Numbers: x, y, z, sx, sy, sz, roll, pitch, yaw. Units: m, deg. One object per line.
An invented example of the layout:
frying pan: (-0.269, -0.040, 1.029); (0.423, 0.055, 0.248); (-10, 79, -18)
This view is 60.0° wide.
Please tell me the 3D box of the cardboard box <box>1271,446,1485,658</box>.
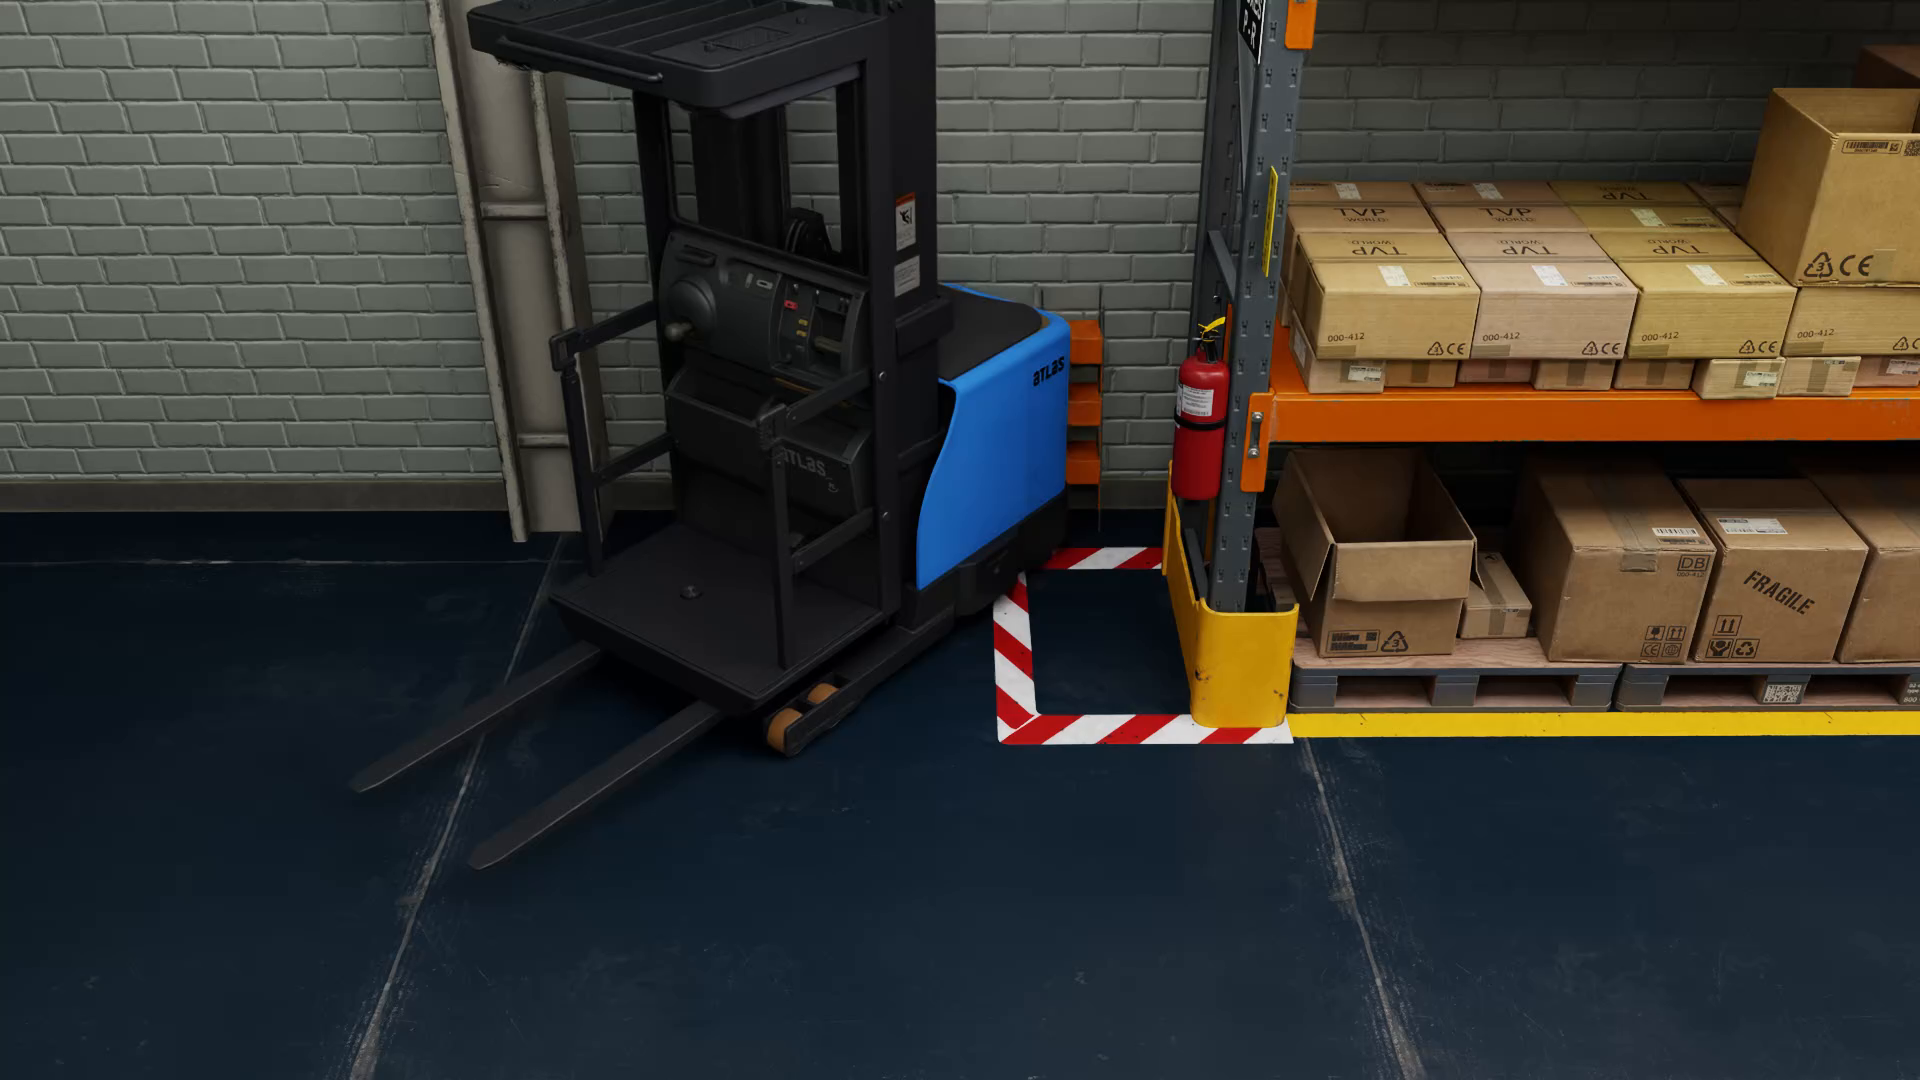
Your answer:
cardboard box: (1.566, 0.040, 6.294); (0.637, 0.503, 0.797); (-1, 31, -2)

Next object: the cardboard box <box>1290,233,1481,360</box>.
cardboard box: (1.409, -0.820, 5.567); (0.500, 0.250, 0.500); (0, 31, 0)

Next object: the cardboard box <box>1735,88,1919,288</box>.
cardboard box: (2.909, -1.145, 5.381); (0.500, 0.500, 0.500); (1, 31, 1)

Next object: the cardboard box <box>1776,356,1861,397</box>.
cardboard box: (2.835, -0.636, 5.649); (0.250, 0.149, 0.380); (1, 31, 1)

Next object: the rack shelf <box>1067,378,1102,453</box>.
rack shelf: (0.476, -0.531, 7.115); (0.240, 0.259, 0.215); (-1, 29, 0)

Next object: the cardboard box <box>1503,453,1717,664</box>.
cardboard box: (2.421, 0.059, 6.266); (0.500, 0.500, 0.700); (1, 31, 2)

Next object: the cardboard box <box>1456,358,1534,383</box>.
cardboard box: (1.800, -0.690, 5.738); (0.250, 0.149, 0.380); (-1, 31, -1)

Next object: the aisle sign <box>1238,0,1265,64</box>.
aisle sign: (0.887, -1.854, 4.908); (0.004, 0.787, 0.394); (0, 31, 0)

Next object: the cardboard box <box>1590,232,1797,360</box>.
cardboard box: (2.420, -0.825, 5.575); (0.500, 0.250, 0.500); (-1, 31, -1)

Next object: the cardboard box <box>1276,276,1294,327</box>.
cardboard box: (1.283, -0.928, 6.130); (0.250, 0.149, 0.380); (-1, 31, -1)

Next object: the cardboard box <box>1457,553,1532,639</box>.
cardboard box: (1.991, 0.210, 6.355); (0.250, 0.149, 0.380); (-1, 31, -2)

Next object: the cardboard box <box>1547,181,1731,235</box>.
cardboard box: (2.423, -1.097, 6.024); (0.500, 0.250, 0.500); (1, 31, 1)

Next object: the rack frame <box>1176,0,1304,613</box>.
rack frame: (0.953, -0.895, 5.833); (0.127, 3.000, 1.000); (0, 31, 0)

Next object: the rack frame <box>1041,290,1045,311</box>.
rack frame: (0.354, -0.537, 7.111); (0.008, 1.050, 0.200); (-1, 29, 0)

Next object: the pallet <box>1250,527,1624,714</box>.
pallet: (1.827, 0.294, 6.562); (1.213, 0.211, 1.003); (0, 31, 0)

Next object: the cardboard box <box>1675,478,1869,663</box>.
cardboard box: (2.950, 0.109, 6.183); (0.500, 0.500, 0.500); (0, 31, 1)

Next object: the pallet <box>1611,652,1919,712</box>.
pallet: (3.044, 0.292, 6.566); (1.213, 0.211, 1.003); (0, 31, 0)

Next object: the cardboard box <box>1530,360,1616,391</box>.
cardboard box: (2.054, -0.659, 5.686); (0.250, 0.149, 0.380); (1, 31, 1)

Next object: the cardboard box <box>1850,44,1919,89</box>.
cardboard box: (3.463, -1.424, 5.841); (0.500, 0.500, 0.500); (-1, 31, -2)

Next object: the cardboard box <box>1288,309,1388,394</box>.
cardboard box: (1.284, -0.646, 5.666); (0.250, 0.149, 0.380); (0, 31, -1)

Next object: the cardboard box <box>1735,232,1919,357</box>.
cardboard box: (2.931, -0.837, 5.596); (0.500, 0.250, 0.500); (-1, 31, -2)

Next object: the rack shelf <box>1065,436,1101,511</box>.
rack shelf: (0.483, -0.289, 7.251); (0.240, 0.259, 0.215); (-1, 29, 0)

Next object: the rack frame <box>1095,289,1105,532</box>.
rack frame: (0.598, -0.543, 7.109); (0.008, 1.050, 0.200); (-1, 29, 0)

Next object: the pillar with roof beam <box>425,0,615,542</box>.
pillar with roof beam: (-1.722, -1.686, 1.353); (0.400, 9.000, 9.100); (0, 31, 0)

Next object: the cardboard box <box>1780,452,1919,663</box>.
cardboard box: (3.459, 0.056, 6.271); (0.500, 0.500, 0.700); (-1, 31, -2)

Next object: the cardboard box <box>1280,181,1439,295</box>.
cardboard box: (1.412, -1.097, 6.024); (0.500, 0.250, 0.500); (1, 31, 1)

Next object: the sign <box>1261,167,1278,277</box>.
sign: (0.957, -0.984, 5.145); (0.005, 0.325, 0.100); (0, 31, 0)

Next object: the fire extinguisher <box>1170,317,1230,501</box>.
fire extinguisher: (0.809, -0.462, 5.554); (0.183, 0.674, 0.296); (0, 31, 0)

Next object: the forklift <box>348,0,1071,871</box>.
forklift: (-0.835, -0.769, 5.692); (1.130, 2.935, 3.031); (22, 37, 31)

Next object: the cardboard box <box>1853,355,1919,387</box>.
cardboard box: (3.093, -0.672, 5.709); (0.250, 0.149, 0.380); (0, 31, 0)

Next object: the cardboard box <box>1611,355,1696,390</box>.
cardboard box: (2.319, -0.663, 5.693); (0.250, 0.149, 0.380); (0, 31, 0)

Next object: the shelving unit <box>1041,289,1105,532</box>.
shelving unit: (0.476, -0.540, 7.110); (0.252, 1.050, 0.215); (-1, 29, 0)

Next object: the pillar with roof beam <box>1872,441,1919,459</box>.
pillar with roof beam: (4.278, -1.705, 1.384); (0.400, 9.000, 9.100); (0, 31, 0)

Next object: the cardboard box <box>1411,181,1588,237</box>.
cardboard box: (1.927, -1.098, 6.026); (0.500, 0.250, 0.500); (0, 31, 0)

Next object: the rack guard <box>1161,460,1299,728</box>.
rack guard: (1.029, 0.173, 6.482); (0.348, 0.500, 1.175); (0, 31, 0)

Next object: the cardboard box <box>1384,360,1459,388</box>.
cardboard box: (1.538, -0.671, 5.706); (0.250, 0.149, 0.380); (1, 31, 1)

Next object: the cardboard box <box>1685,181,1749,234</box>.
cardboard box: (2.945, -1.099, 6.027); (0.500, 0.250, 0.500); (0, 31, 0)

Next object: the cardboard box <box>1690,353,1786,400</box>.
cardboard box: (2.572, -0.625, 5.630); (0.250, 0.149, 0.380); (-1, 31, -2)

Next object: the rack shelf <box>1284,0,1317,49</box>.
rack shelf: (2.953, -1.876, 5.252); (4.000, 0.370, 1.077); (0, 31, 0)

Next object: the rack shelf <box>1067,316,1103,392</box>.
rack shelf: (0.470, -0.778, 6.976); (0.240, 0.259, 0.215); (-1, 29, 0)

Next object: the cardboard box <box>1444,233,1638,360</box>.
cardboard box: (1.913, -0.821, 5.570); (0.500, 0.250, 0.500); (0, 31, 0)

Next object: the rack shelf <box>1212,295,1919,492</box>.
rack shelf: (2.953, -0.594, 6.030); (4.000, 0.370, 1.077); (0, 31, 0)
